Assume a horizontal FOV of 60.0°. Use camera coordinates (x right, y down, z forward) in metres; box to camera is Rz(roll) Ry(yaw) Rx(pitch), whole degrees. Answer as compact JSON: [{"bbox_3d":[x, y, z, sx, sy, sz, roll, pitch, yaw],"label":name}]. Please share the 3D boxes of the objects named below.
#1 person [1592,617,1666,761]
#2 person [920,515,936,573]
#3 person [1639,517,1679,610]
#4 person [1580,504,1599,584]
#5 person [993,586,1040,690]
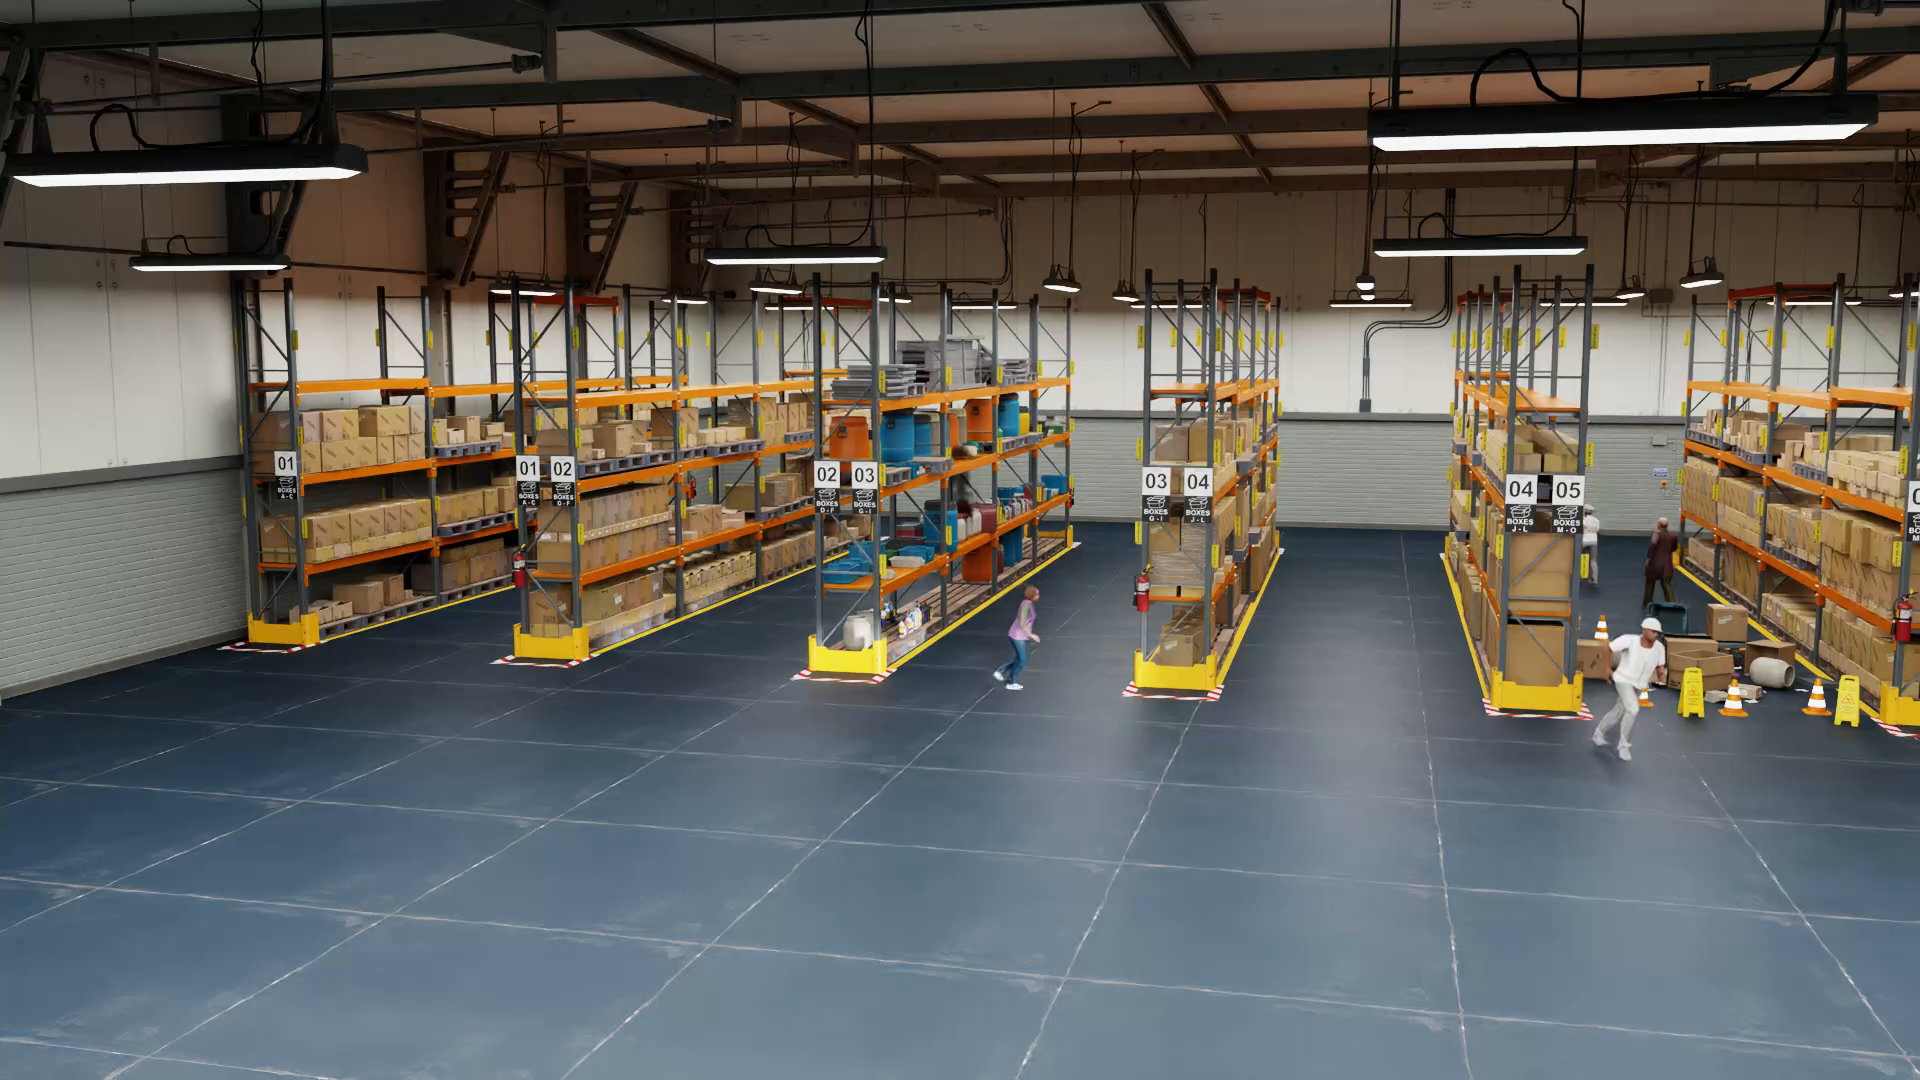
[{"bbox_3d":[8.141,1.748,20.137,0.683,1.696,0.899,-2,7,-17],"label":"person"},{"bbox_3d":[-0.581,-0.064,35.863,0.594,1.571,0.716,1,7,7],"label":"person"},{"bbox_3d":[12.715,0.469,30.151,0.691,1.773,1.074,0,7,-1],"label":"person"},{"bbox_3d":[12.891,0.101,34.127,0.498,1.635,0.933,0,7,3],"label":"person"},{"bbox_3d":[0.813,1.403,23.833,0.687,1.511,0.512,1,7,8],"label":"person"}]
